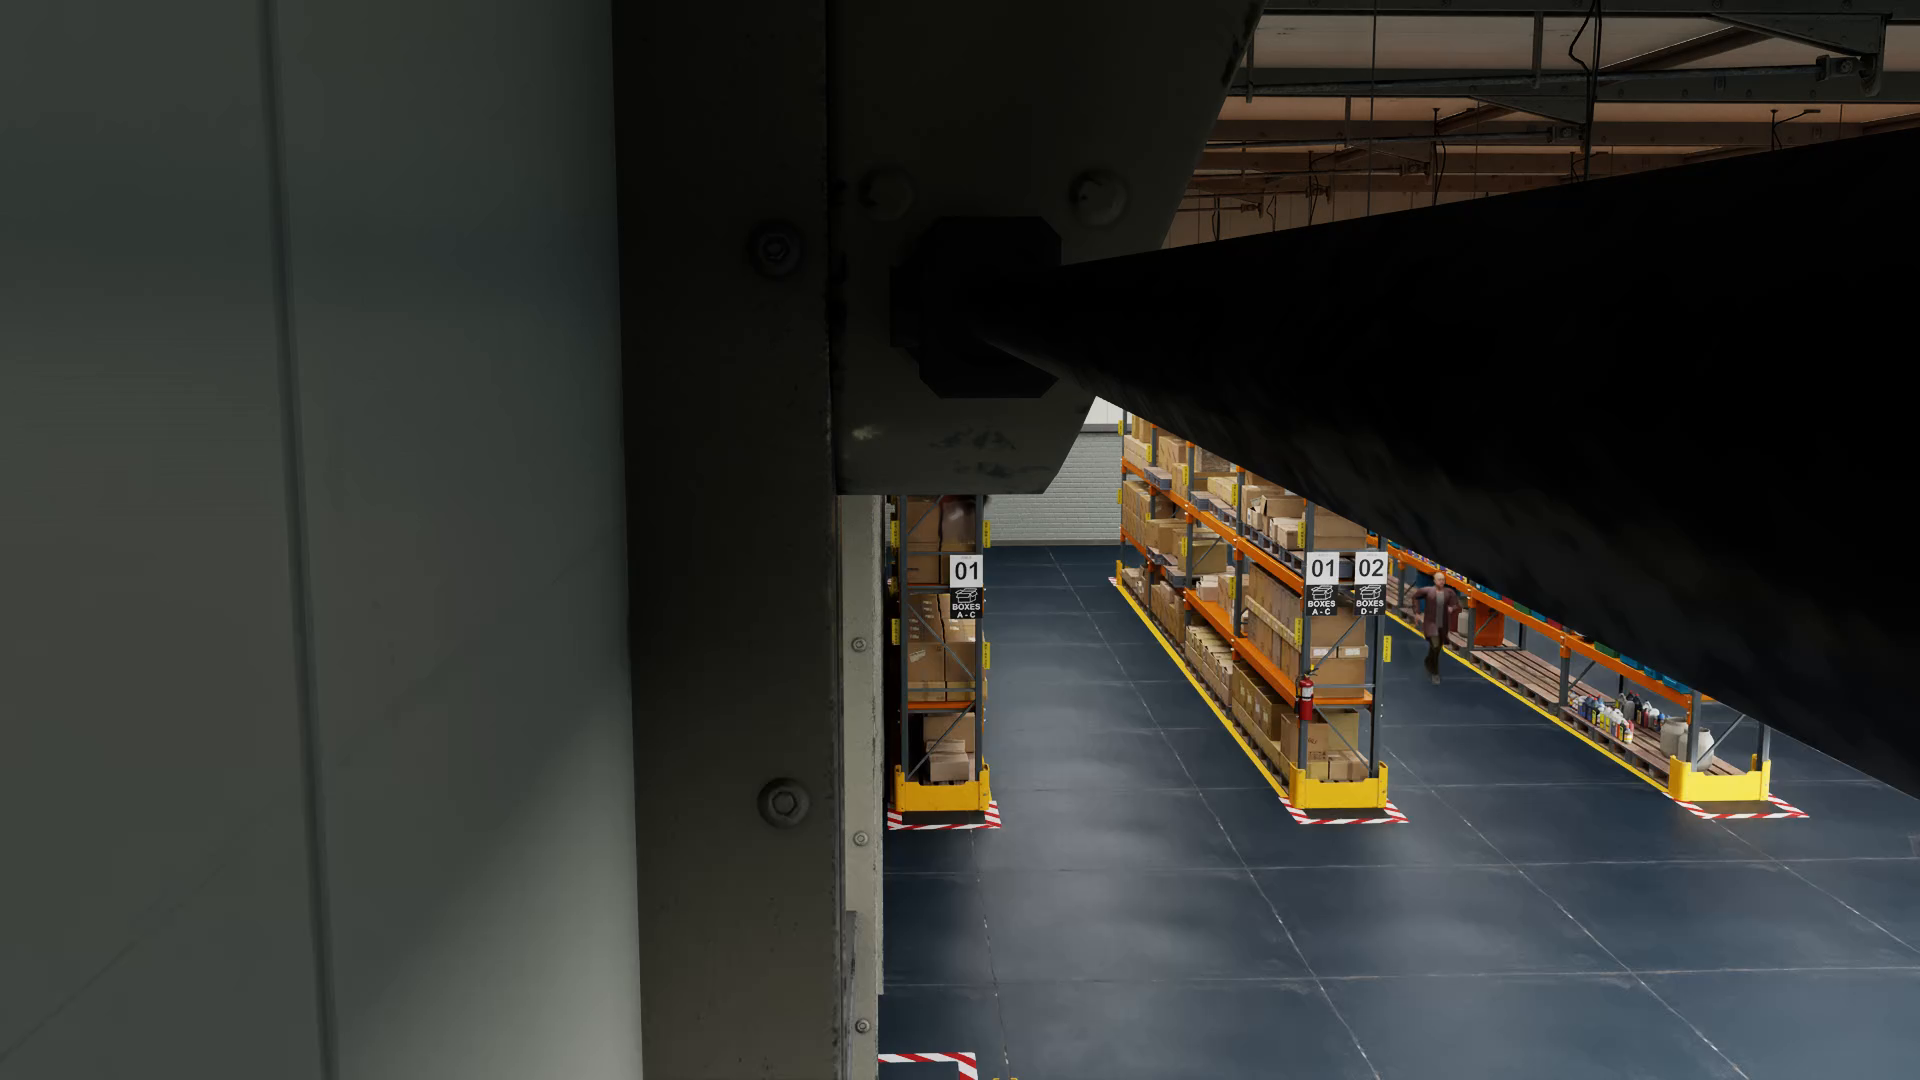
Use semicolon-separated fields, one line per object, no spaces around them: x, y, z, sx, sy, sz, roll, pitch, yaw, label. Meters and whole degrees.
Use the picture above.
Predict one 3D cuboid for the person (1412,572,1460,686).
7.820;1.433;27.316;0.666;1.847;0.937;-1;8;-7;person
